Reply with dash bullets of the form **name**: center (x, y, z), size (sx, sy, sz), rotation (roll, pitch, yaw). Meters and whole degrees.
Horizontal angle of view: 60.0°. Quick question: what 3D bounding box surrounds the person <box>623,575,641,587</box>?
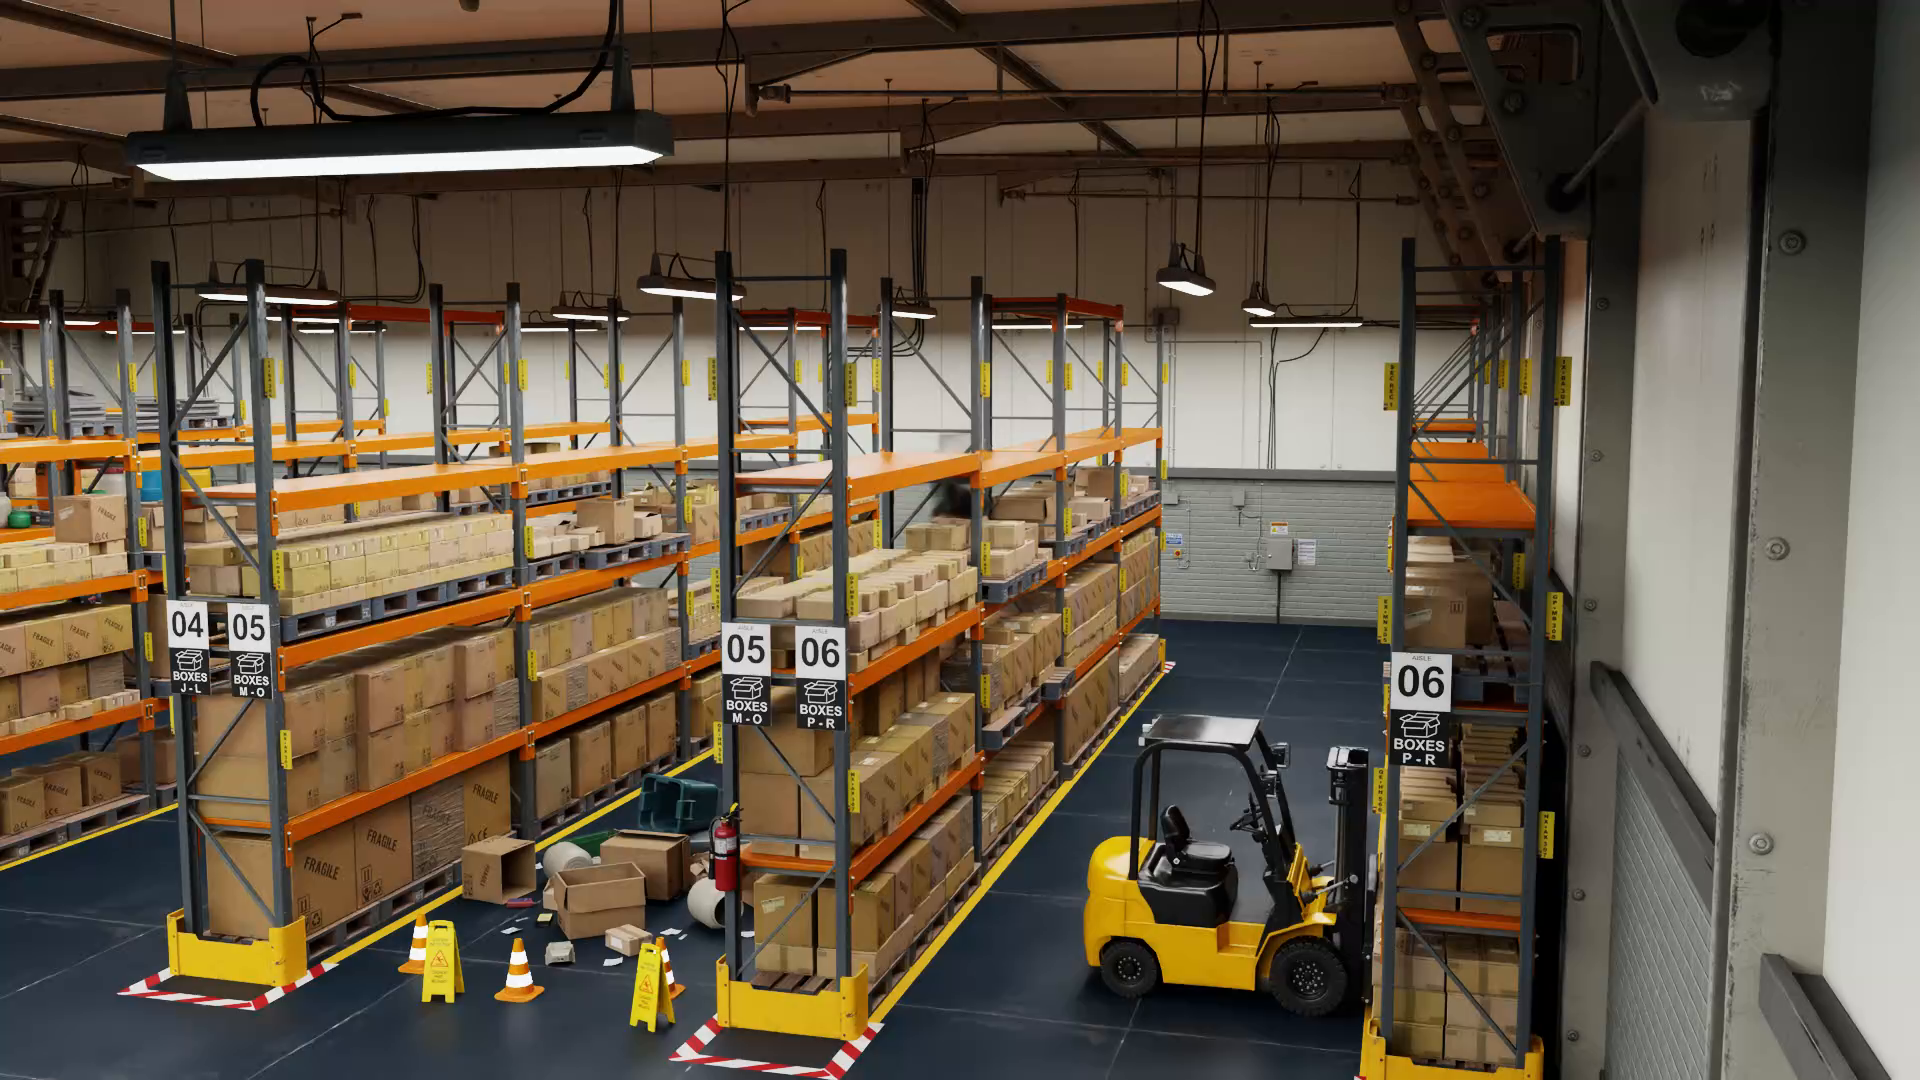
- **person**: center (-5.621, 1.321, 27.977), size (0.649, 1.777, 0.783), rotation (1, 6, 10)
